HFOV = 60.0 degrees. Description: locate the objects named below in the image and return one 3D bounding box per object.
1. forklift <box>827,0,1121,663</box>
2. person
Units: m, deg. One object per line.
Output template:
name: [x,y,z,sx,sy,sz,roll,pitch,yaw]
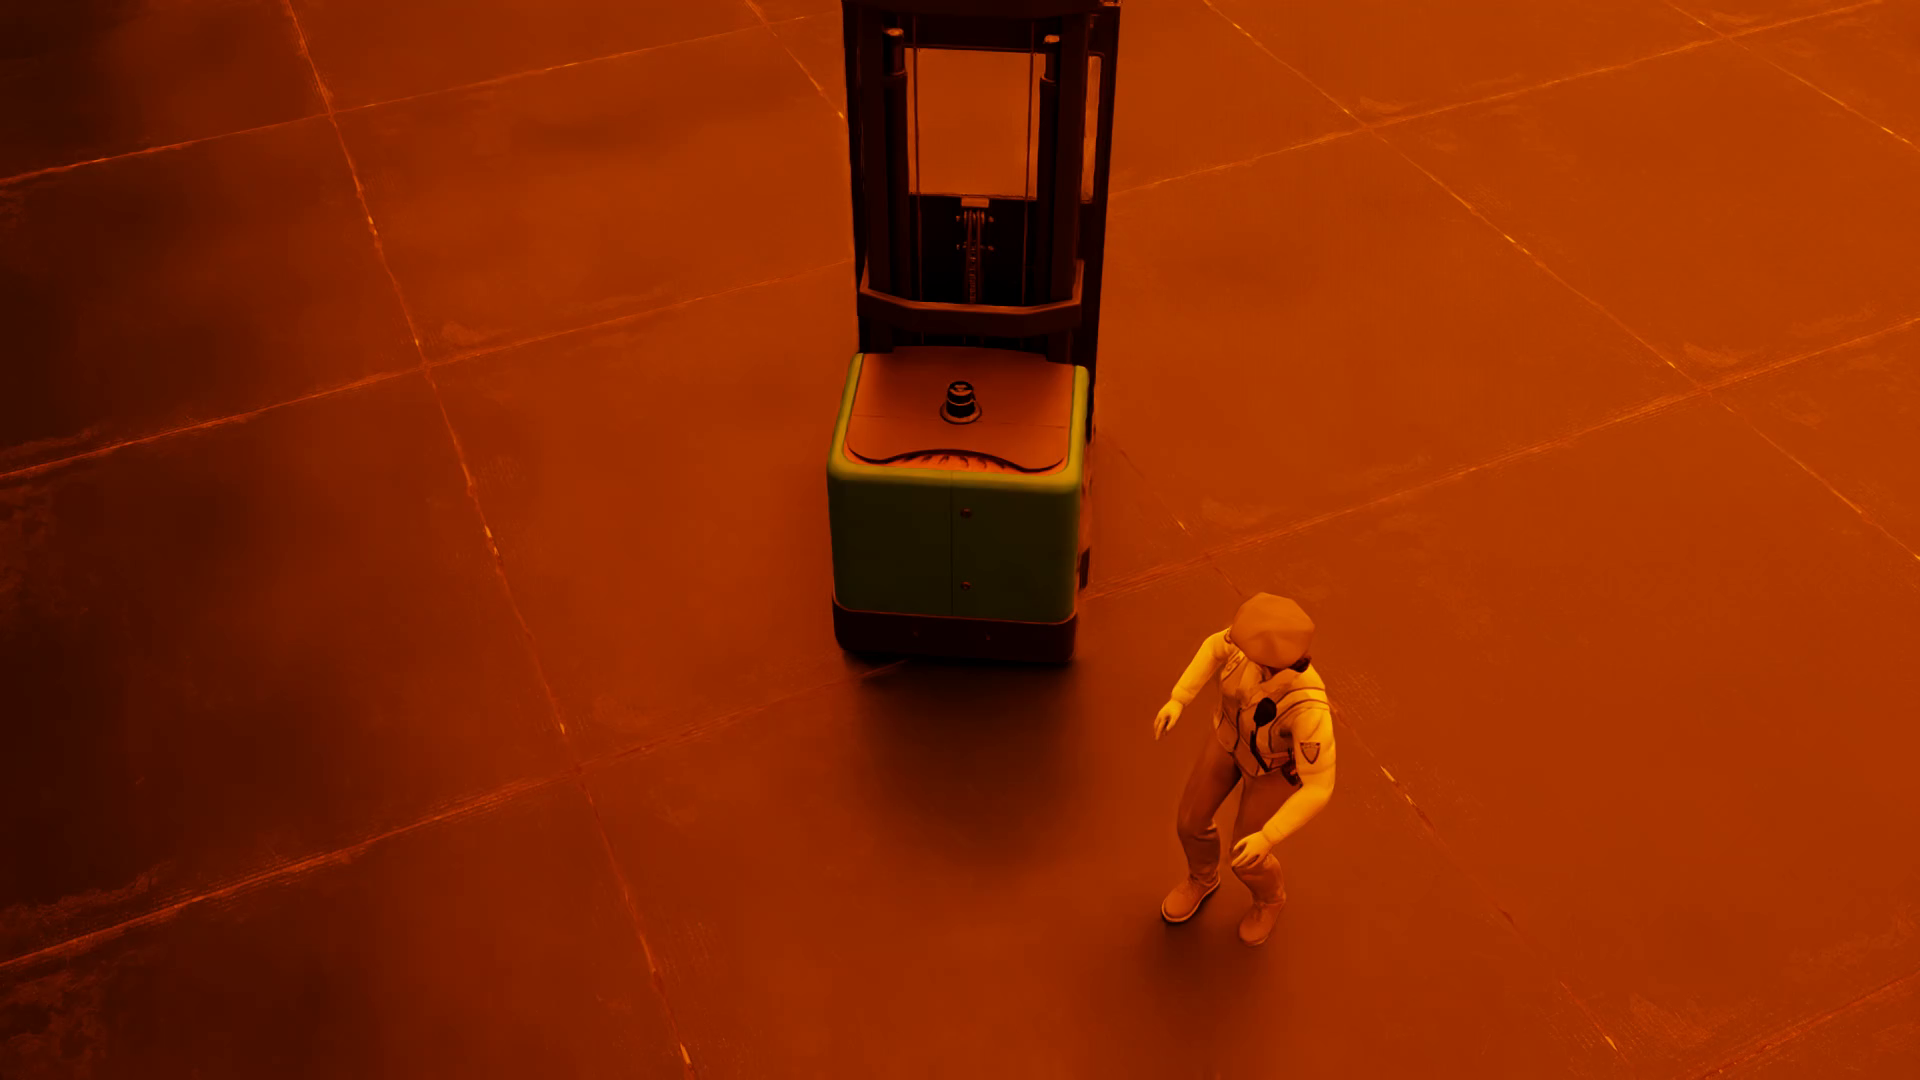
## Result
forklift: [0.107,-1.543,7.334,1.130,2.935,3.031,4,43,4]
person: [0.989,0.819,5.794,0.561,1.632,0.732,-26,49,-25]
